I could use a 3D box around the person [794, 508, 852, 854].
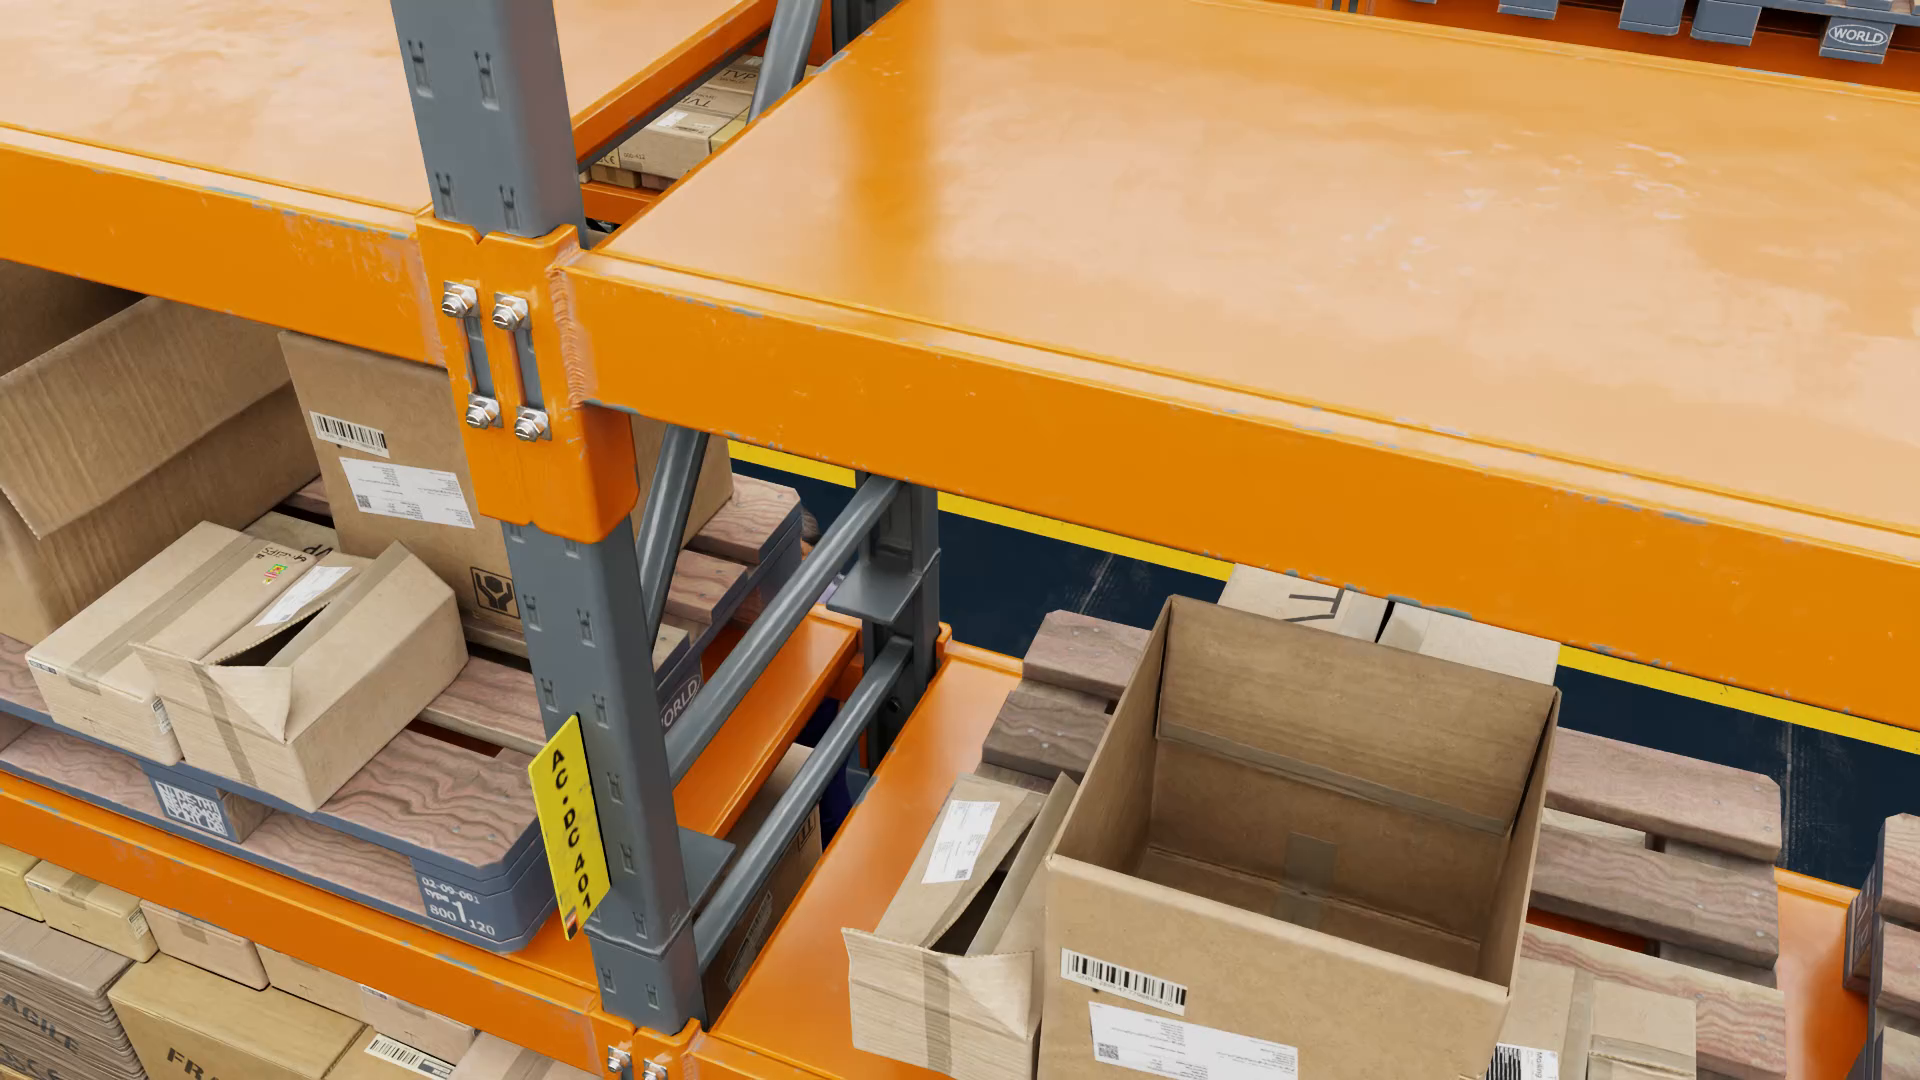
[{"bbox_3d":[-0.584,0.614,5.858,0.526,1.689,0.417,14,40,18],"label":"person"}]
